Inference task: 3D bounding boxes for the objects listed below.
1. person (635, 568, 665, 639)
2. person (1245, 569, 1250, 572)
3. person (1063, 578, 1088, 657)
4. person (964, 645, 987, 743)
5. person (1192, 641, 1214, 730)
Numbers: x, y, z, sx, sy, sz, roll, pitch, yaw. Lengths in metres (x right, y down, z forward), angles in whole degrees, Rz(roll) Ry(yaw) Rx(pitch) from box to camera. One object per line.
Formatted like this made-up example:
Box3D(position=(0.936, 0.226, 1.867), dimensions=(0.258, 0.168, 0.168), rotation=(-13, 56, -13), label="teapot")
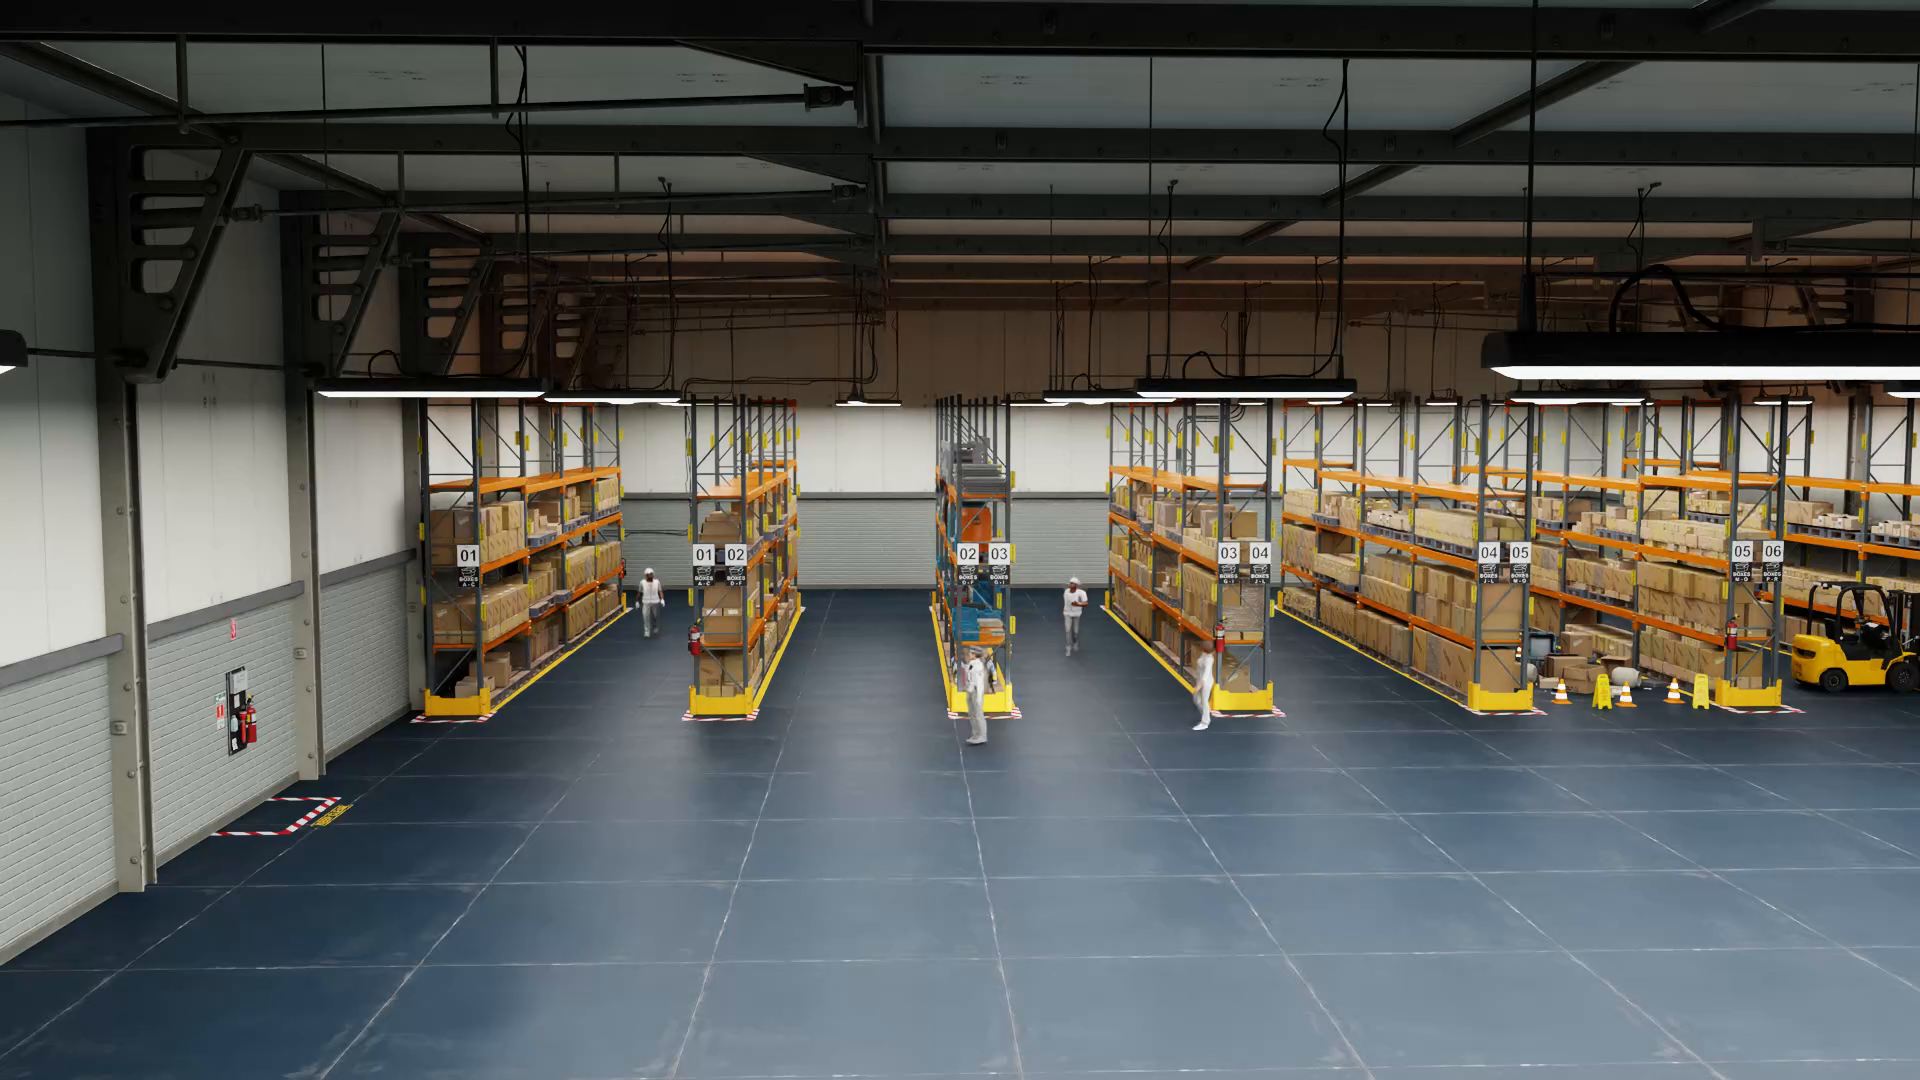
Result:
Box3D(position=(-7.775, 1.577, 41.682), dimensions=(0.743, 1.738, 1.092), rotation=(-1, 5, -7), label="person")
Box3D(position=(8.187, 1.100, 48.335), dimensions=(0.517, 1.628, 0.929), rotation=(2, 5, 22), label="person")
Box3D(position=(2.675, 1.767, 38.597), dimensions=(0.580, 1.807, 0.847), rotation=(0, 4, 2), label="person")
Box3D(position=(0.248, 2.634, 28.508), dimensions=(0.382, 1.687, 0.597), rotation=(-2, 5, -24), label="person")
Box3D(position=(4.317, 2.590, 29.756), dimensions=(0.379, 1.610, 0.507), rotation=(-1, 5, -15), label="person")
